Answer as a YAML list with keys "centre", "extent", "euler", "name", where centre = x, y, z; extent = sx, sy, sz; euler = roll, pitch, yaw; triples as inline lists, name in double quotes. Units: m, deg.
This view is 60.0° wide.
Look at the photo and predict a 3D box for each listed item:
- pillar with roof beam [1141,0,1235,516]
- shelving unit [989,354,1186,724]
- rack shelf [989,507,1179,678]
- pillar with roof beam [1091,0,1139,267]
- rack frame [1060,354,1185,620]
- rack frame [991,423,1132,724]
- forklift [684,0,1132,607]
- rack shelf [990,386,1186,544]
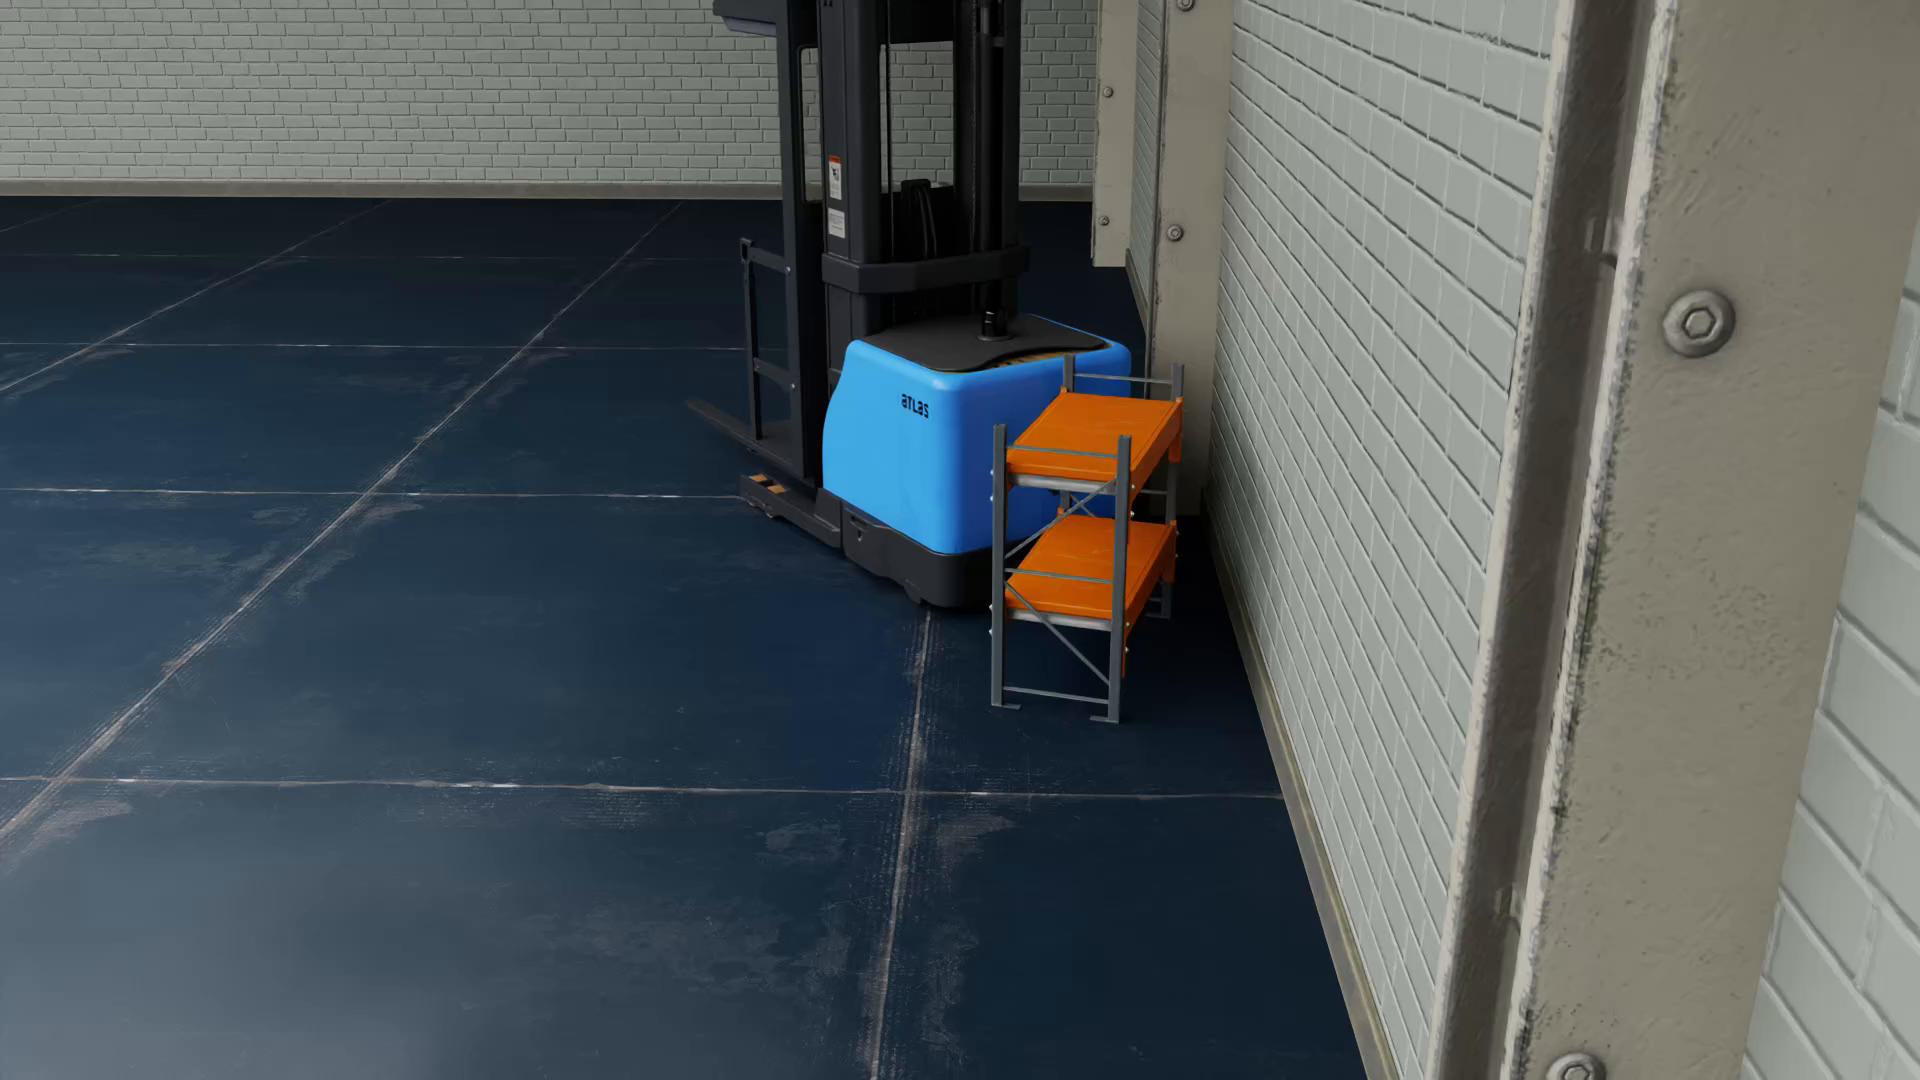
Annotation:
- centre: [-3.211, -4.438, 7.028]
  extent: [9.100, 9.000, 0.400]
  euler: [1, 21, 2]
  name: "pillar with roof beam"
- centre: [0.517, -0.040, 6.578]
  extent: [0.538, 1.125, 1.048]
  euler: [7, 22, 16]
  name: "shelving unit"
- centre: [0.517, 0.188, 6.666]
  extent: [0.538, 0.278, 1.000]
  euler: [7, 22, 16]
  name: "rack shelf"
- centre: [-3.028, -6.608, 12.619]
  extent: [9.100, 9.000, 0.400]
  euler: [1, 21, 2]
  name: "pillar with roof beam"
- centre: [0.672, -0.216, 7.029]
  extent: [0.500, 1.125, 0.032]
  euler: [7, 22, 16]
  name: "rack frame"
- centre: [0.363, 0.135, 6.126]
  extent: [0.500, 1.125, 0.032]
  euler: [7, 22, 16]
  name: "rack frame"
- centre: [-0.461, -1.559, 7.994]
  extent: [1.130, 2.935, 3.031]
  euler: [-13, 25, -31]
  name: "forklift"
- centre: [0.517, -0.313, 6.472]
  extent: [0.538, 0.278, 1.000]
  euler: [7, 22, 16]
  name: "rack shelf"
